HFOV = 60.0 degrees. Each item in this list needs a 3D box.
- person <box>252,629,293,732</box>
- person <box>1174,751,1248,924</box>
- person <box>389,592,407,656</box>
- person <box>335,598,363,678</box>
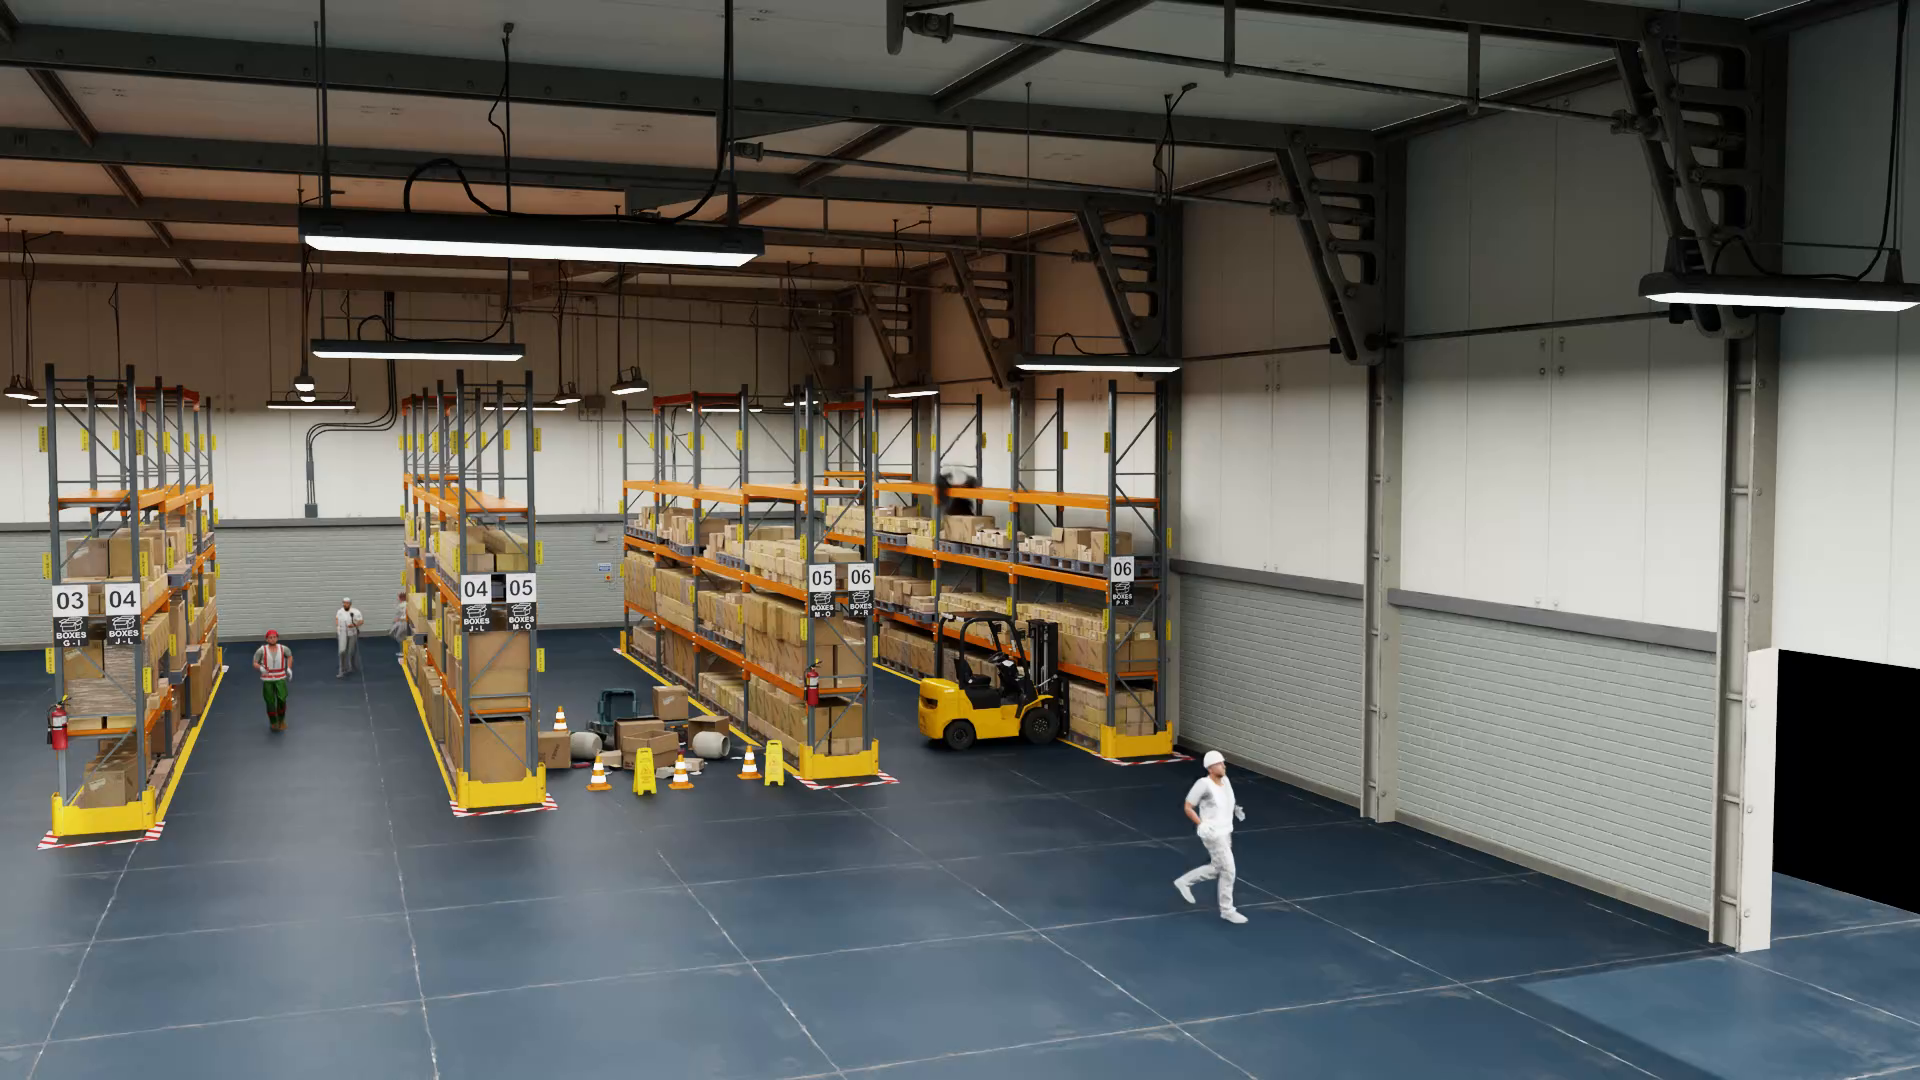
[{"bbox_3d":[-11.866,2.439,28.733,0.650,1.792,0.690,-1,4,-24],"label":"person"},{"bbox_3d":[2.656,3.098,17.531,0.843,1.780,0.672,2,4,32],"label":"person"},{"bbox_3d":[-13.060,1.972,38.865,0.492,1.523,0.578,-2,4,-32],"label":"person"},{"bbox_3d":[-13.165,2.089,35.855,0.600,1.724,0.774,-1,3,-13],"label":"person"}]
